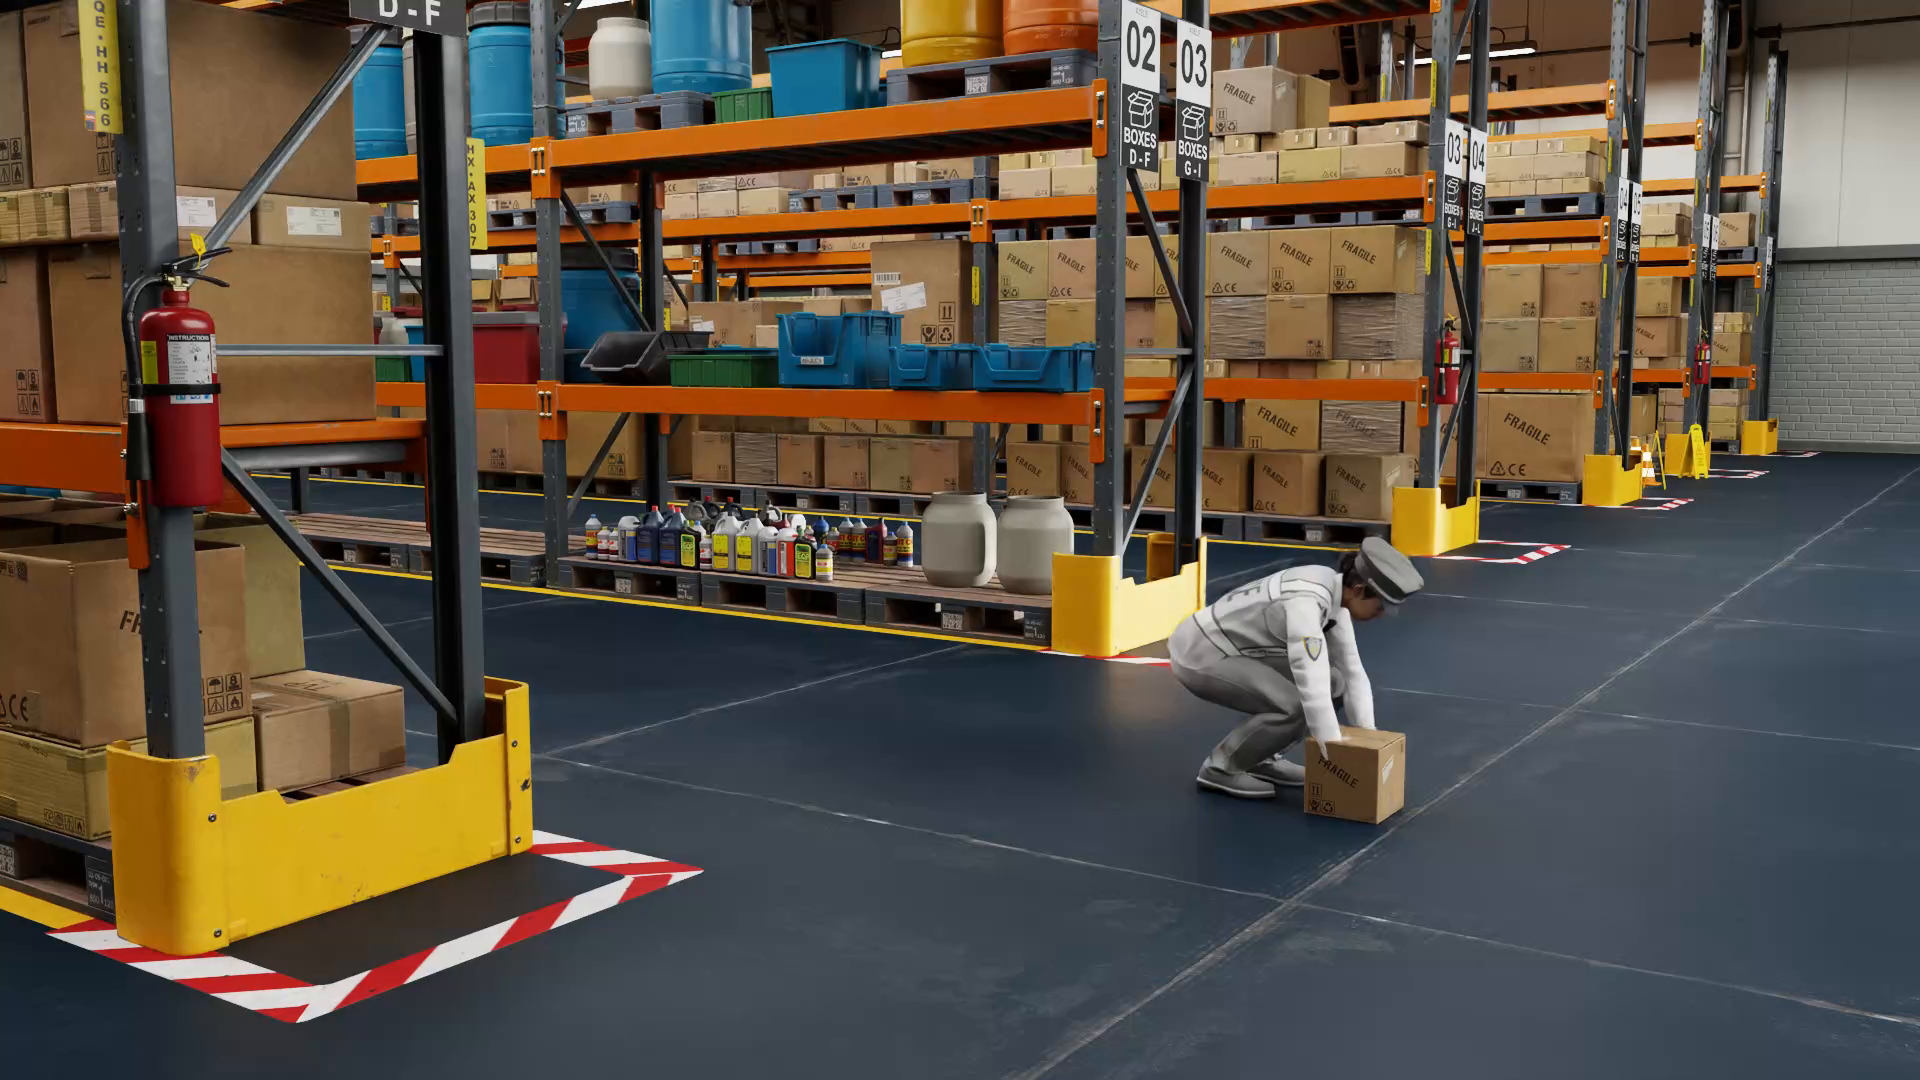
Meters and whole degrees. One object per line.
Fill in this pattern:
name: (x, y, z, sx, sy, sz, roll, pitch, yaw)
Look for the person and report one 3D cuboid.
person: (1.135, 0.426, 5.681, 0.857, 0.899, 0.489, 4, 8, 33)
